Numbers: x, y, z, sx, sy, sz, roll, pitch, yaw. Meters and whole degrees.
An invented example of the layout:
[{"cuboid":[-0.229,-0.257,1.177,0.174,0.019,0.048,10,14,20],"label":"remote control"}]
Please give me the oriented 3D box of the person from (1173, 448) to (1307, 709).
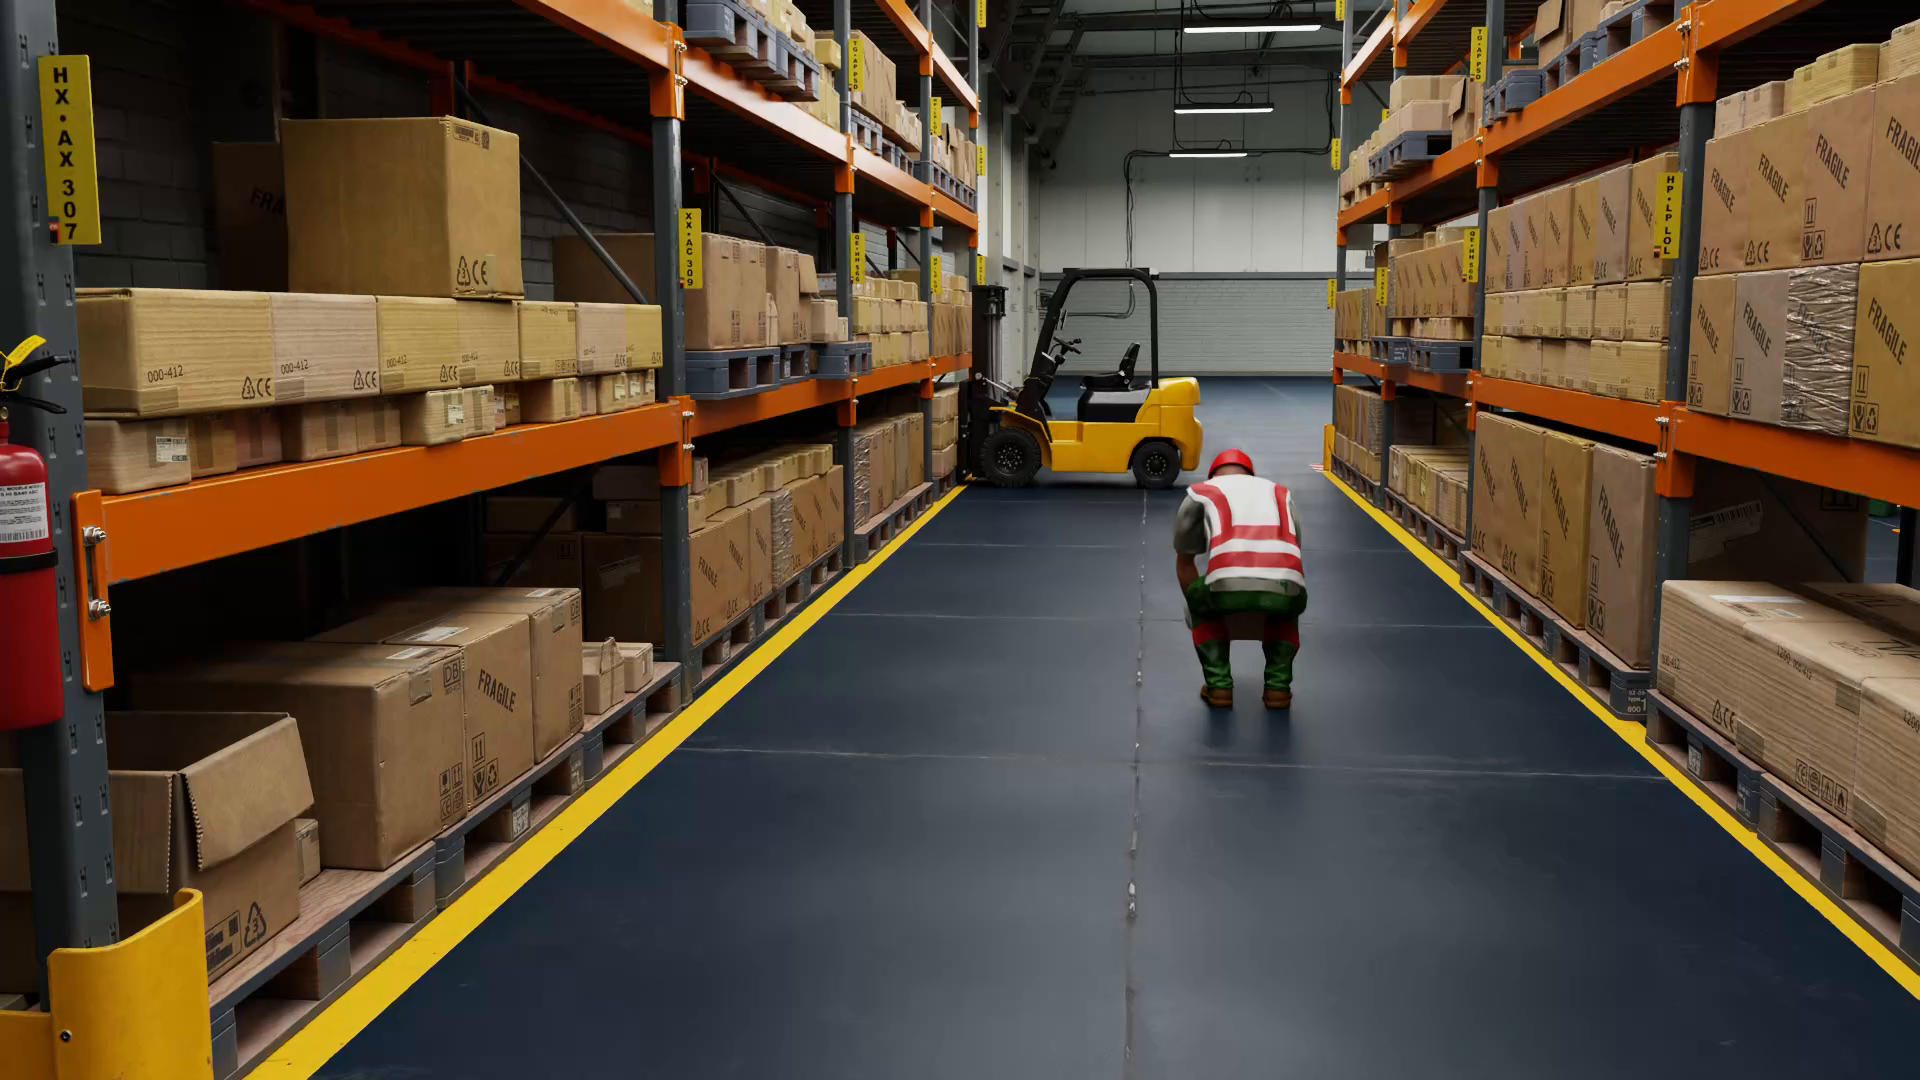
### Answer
[{"cuboid":[1.222,0.158,7.255,0.577,1.073,0.862,1,8,6],"label":"person"}]
